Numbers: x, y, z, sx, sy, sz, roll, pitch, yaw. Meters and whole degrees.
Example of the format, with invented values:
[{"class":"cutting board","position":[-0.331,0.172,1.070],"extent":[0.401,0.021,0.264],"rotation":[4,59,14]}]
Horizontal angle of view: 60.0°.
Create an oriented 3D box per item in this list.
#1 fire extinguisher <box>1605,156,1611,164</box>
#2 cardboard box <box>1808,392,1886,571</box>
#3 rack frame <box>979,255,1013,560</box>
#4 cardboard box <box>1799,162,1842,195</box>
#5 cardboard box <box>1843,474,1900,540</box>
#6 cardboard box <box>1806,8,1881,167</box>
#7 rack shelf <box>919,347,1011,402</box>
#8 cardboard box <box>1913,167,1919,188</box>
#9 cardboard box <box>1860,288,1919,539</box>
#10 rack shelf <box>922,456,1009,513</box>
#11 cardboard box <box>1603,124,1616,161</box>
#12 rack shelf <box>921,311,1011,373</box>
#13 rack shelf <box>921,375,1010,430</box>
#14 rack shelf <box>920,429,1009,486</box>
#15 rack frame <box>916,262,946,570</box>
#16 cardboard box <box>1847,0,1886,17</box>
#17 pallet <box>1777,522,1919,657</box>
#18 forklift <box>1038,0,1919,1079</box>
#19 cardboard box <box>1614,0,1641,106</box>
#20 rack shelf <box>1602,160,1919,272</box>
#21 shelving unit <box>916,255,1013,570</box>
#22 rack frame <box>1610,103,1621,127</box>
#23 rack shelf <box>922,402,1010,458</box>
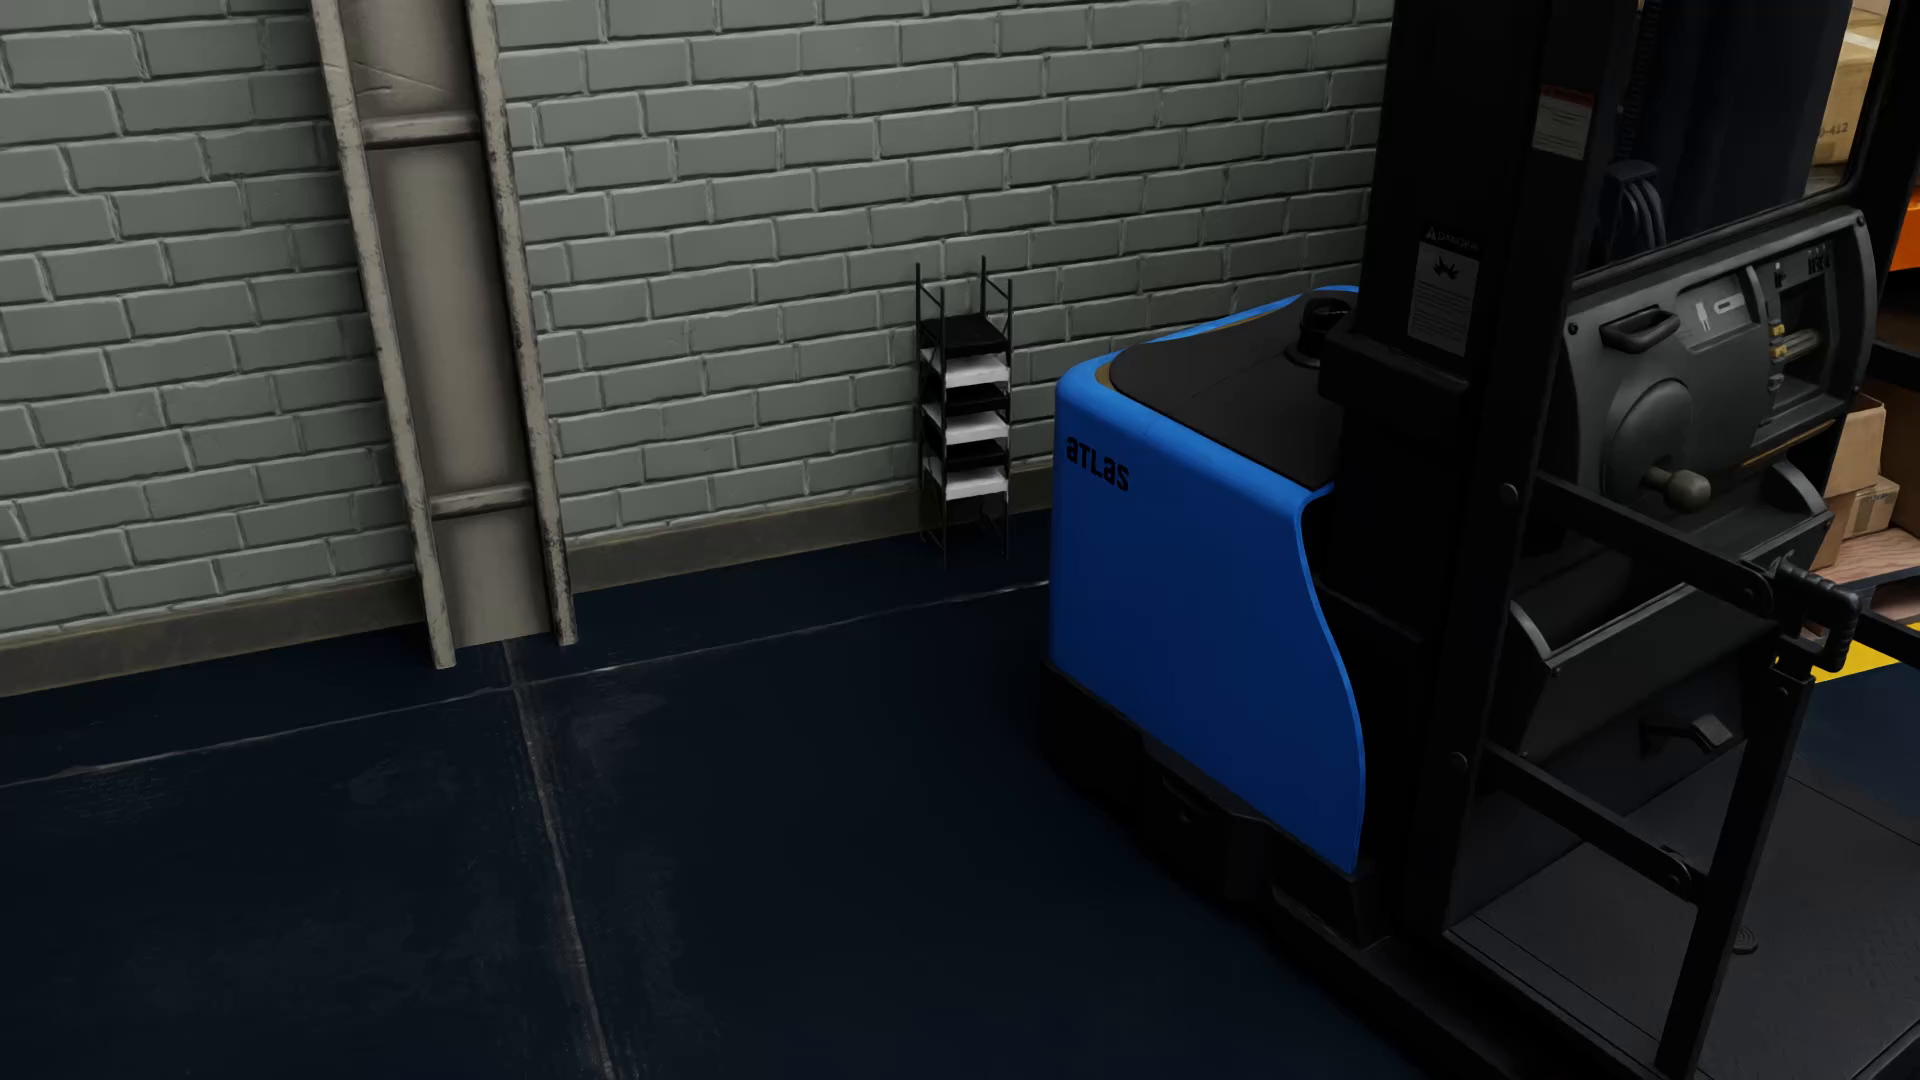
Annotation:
[{"class":"fire extinguisher","position":[1.539,-0.660,3.833],"extent":[0.183,0.674,0.296],"rotation":[-10,31,-18]},{"class":"cardboard box","position":[2.122,-0.255,4.764],"extent":[0.637,0.503,0.797],"rotation":[-12,32,-20]},{"class":"rack frame","position":[0.106,-0.390,5.018],"extent":[0.006,0.900,0.240],"rotation":[-9,29,-17]},{"class":"cardboard box","position":[1.919,-0.916,4.081],"extent":[0.250,0.149,0.380],"rotation":[-11,31,-18]},{"class":"cardboard box","position":[2.534,-0.156,4.949],"extent":[0.250,0.149,0.380],"rotation":[-12,32,-20]},{"class":"cardboard box","position":[2.035,-1.113,4.024],"extent":[0.500,0.250,0.500],"rotation":[-10,31,-17]},{"class":"rack shelf","position":[0.010,-0.504,4.919],"extent":[0.200,0.077,0.258],"rotation":[-9,29,-17]},{"class":"cardboard box","position":[2.376,-1.042,4.303],"extent":[0.250,0.149,0.380],"rotation":[-11,31,-18]},{"class":"cardboard box","position":[2.937,-0.383,4.993],"extent":[0.500,0.500,0.700],"rotation":[-9,31,-16]},{"class":"rack shelf","position":[0.010,-0.186,5.087],"extent":[0.200,0.077,0.258],"rotation":[-9,29,-17]},{"class":"cardboard box","position":[1.733,-1.168,4.523],"extent":[0.250,0.149,0.380],"rotation":[-11,31,-18]},{"class":"rack shelf","position":[0.010,-0.583,4.877],"extent":[0.200,0.077,0.258],"rotation":[-9,29,-17]},{"class":"rack shelf","position":[0.010,-0.424,4.961],"extent":[0.200,0.077,0.258],"rotation":[-9,29,-17]},{"class":"rack shelf","position":[0.010,-0.265,5.045],"extent":[0.200,0.077,0.258],"rotation":[-9,29,-17]},{"class":"rack frame","position":[-0.086,-0.358,4.957],"extent":[0.006,0.900,0.240],"rotation":[-9,29,-17]},{"class":"cardboard box","position":[2.507,-1.200,4.177],"extent":[0.500,0.250,0.500],"rotation":[-10,31,-17]},{"class":"pallet","position":[2.334,-0.035,5.098],"extent":[1.213,0.211,1.003],"rotation":[-10,31,-18]},{"class":"forklift","position":[1.480,-0.284,2.788],"extent":[1.130,2.935,3.031],"rotation":[-20,35,-31]},{"class":"cardboard box","position":[1.854,-1.362,4.461],"extent":[0.500,0.250,0.500],"rotation":[-10,31,-16]},{"class":"rack shelf","position":[3.390,-1.128,4.926],"extent":[4.000,0.370,1.077],"rotation":[-10,31,-18]},{"class":"shelving unit","position":[0.010,-0.374,4.987],"extent":[0.210,0.900,0.258],"rotation":[-9,29,-17]},{"class":"rack frame","position":[1.516,-1.095,4.142],"extent":[0.127,3.000,1.000],"rotation":[-10,31,-18]},{"class":"rack shelf","position":[0.010,-0.345,5.003],"extent":[0.200,0.077,0.258],"rotation":[-9,29,-17]}]
